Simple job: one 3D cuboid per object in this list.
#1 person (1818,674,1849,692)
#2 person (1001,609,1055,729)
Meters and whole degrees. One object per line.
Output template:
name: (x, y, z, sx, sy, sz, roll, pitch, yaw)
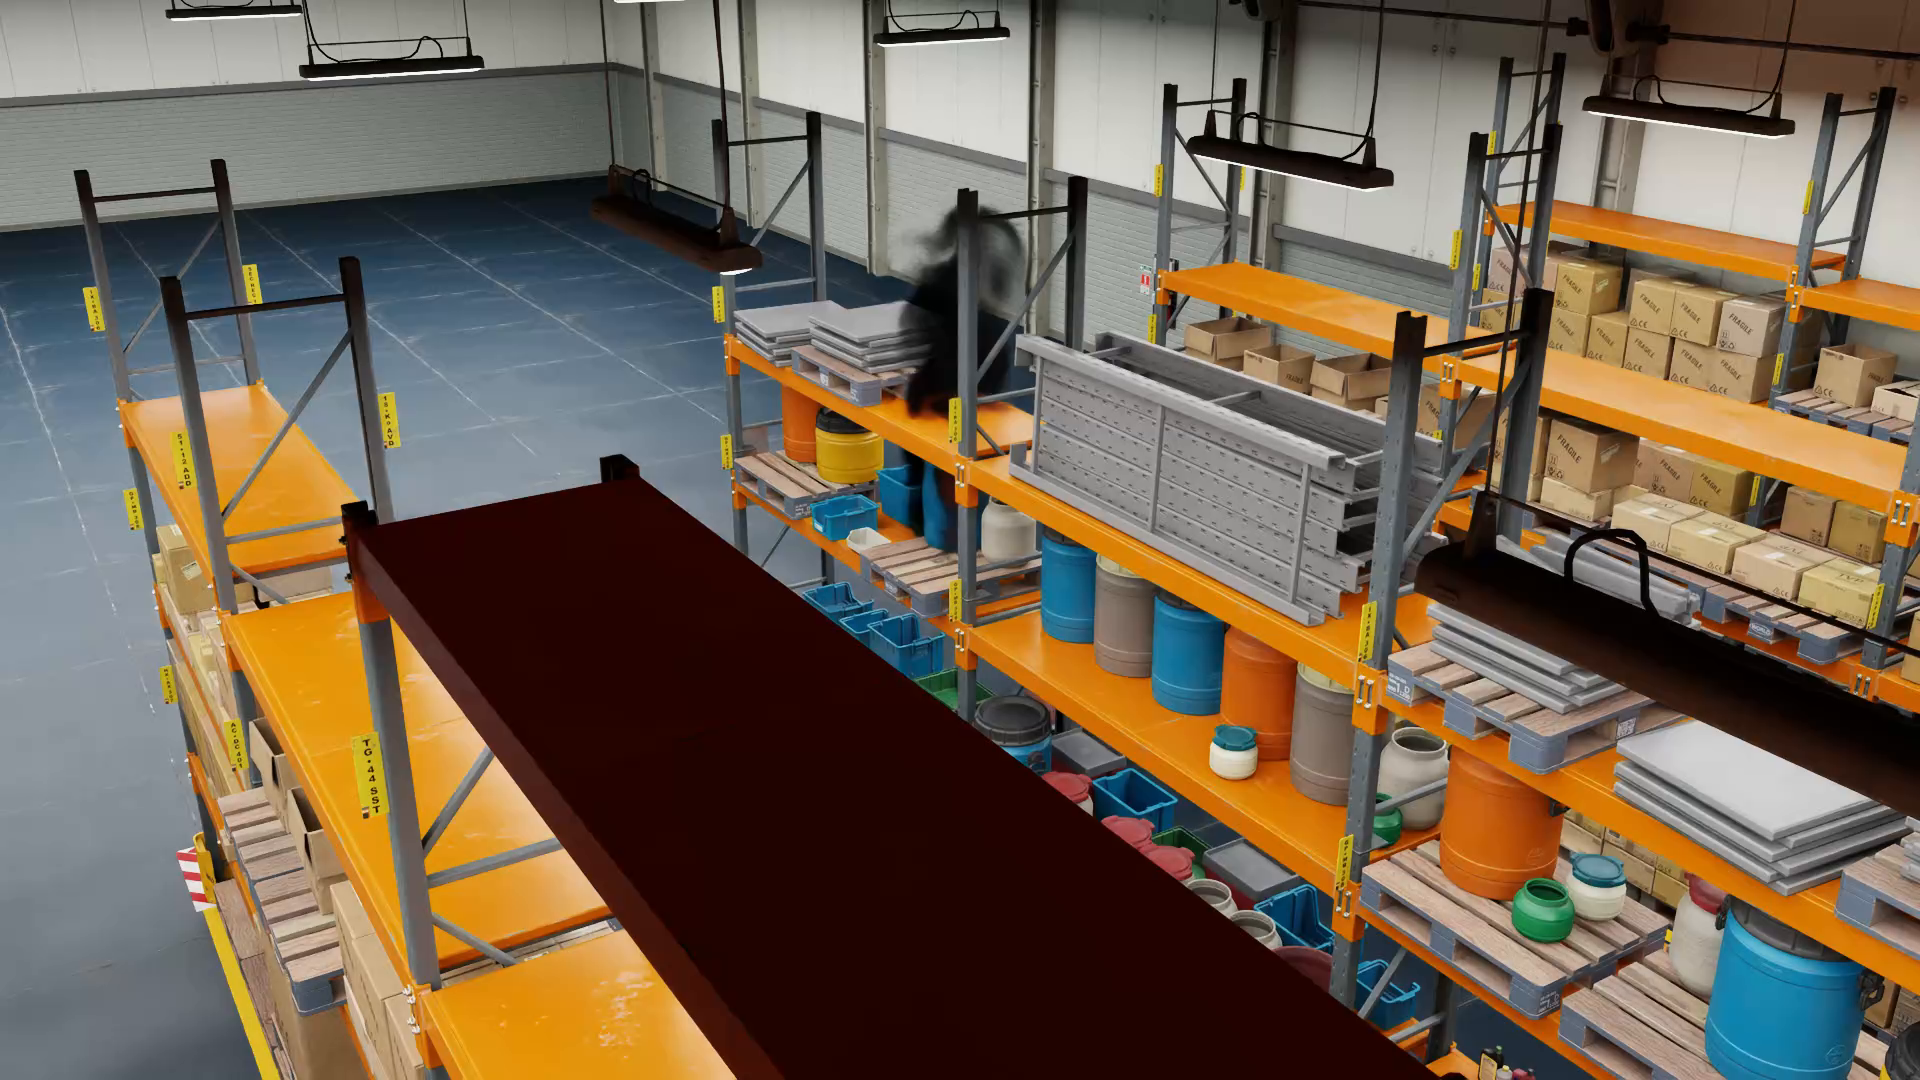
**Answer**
person: (7.505, 1.853, 14.489, 0.702, 1.723, 0.598, -10, 24, -24)
person: (0.704, 1.093, 16.463, 0.684, 1.592, 0.543, 14, 26, 31)
